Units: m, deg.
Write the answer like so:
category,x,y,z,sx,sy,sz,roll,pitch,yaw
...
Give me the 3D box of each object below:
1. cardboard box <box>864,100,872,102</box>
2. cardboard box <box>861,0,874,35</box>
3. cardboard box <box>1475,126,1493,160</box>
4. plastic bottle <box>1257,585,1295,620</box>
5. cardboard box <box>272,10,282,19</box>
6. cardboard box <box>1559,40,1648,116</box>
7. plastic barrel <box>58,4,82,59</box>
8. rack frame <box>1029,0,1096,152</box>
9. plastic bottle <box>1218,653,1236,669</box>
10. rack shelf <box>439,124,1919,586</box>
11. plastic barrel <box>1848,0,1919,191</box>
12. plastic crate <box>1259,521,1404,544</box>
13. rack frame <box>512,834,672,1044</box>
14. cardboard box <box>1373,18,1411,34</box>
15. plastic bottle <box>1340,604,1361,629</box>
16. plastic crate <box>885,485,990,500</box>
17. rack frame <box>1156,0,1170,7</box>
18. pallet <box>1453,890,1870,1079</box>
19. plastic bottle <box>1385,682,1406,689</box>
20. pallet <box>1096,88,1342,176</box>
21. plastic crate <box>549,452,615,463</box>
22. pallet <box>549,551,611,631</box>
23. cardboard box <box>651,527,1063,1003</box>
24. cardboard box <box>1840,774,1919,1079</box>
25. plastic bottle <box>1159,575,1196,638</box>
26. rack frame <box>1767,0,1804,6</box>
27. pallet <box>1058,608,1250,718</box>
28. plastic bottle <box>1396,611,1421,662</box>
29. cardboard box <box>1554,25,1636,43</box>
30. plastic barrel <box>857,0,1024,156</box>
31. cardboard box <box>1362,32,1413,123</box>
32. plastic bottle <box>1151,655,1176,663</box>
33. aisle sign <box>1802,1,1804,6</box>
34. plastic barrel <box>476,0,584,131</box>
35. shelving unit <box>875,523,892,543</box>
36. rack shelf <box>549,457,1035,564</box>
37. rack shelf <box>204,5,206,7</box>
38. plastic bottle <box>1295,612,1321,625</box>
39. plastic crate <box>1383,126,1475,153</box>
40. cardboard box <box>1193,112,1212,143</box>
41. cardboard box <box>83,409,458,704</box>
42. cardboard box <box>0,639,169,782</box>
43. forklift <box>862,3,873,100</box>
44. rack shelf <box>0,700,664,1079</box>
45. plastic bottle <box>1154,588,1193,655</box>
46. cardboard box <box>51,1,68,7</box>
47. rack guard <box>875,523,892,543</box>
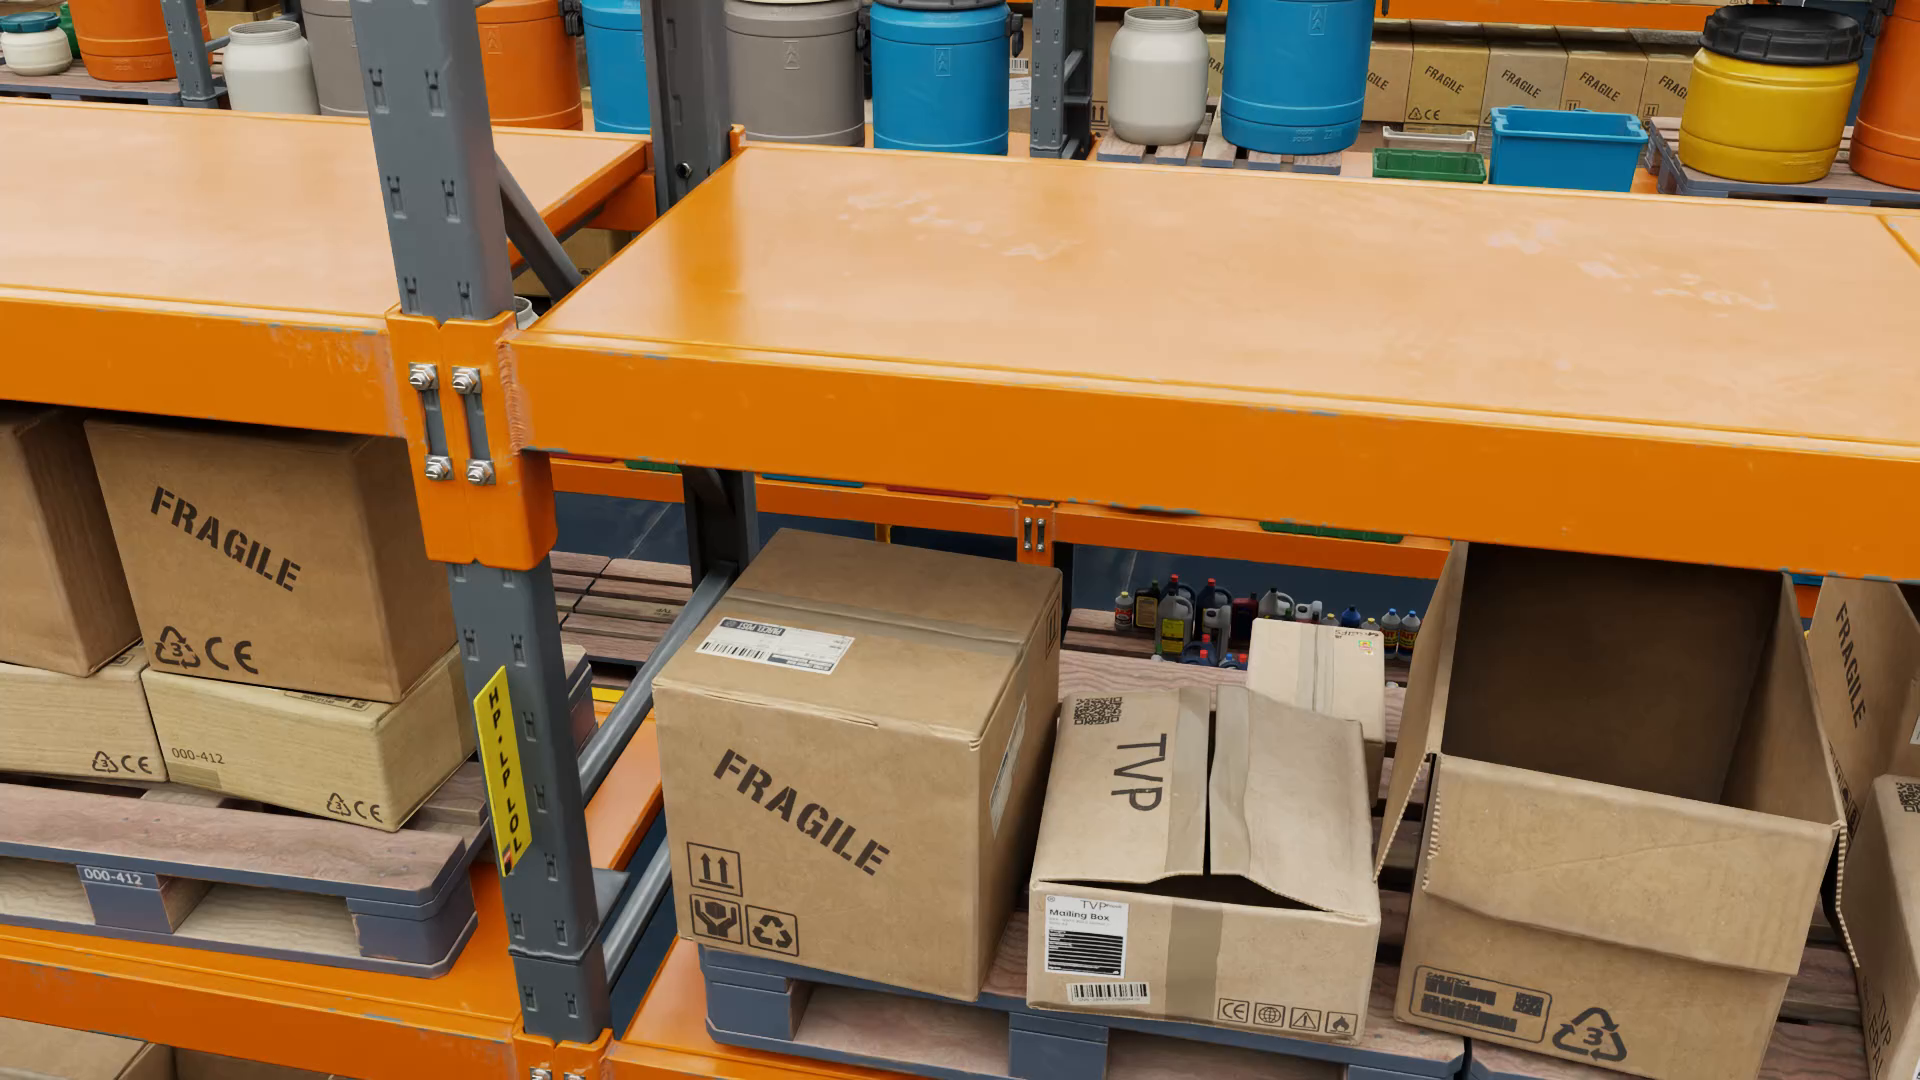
category,x,y,z,sx,sy,sz,roll,pitch,yaw
cardboard box,-0.732,-3.364,12.974,0.258,0.266,0.396,5,29,9
cardboard box,-0.902,-5.470,17.014,0.500,0.500,0.500,6,29,11
cardboard box,3.878,-2.783,11.797,0.500,0.500,0.875,6,29,11
plastic bottle,1.652,0.398,8.700,0.185,0.351,0.144,6,29,10
cardboard box,-5.036,-4.030,13.338,0.637,0.503,0.797,6,29,11
cardboard box,4.325,-3.076,11.290,0.500,0.500,0.500,6,29,11
plastic barrel,-4.442,-2.599,8.475,0.294,0.245,0.294,0,29,0
rack frame,0.458,-3.183,6.694,0.127,3.000,1.000,6,29,11
plastic bottle,1.328,0.685,8.257,0.097,0.271,0.097,0,29,0
rack shelf,1.376,-0.166,2.348,4.000,0.370,1.077,6,29,11
plastic barrel,3.868,-1.828,6.458,0.708,0.830,0.600,6,29,11
plastic crate,1.727,-0.190,7.695,0.662,0.188,0.450,6,29,11
rack frame,-0.580,1.774,3.886,0.127,3.000,1.000,6,29,11
cardboard box,2.968,-3.475,12.018,0.500,0.500,0.500,6,29,11
plastic bottle,2.031,0.460,8.669,0.097,0.271,0.097,0,29,0
plastic crate,-0.079,-0.485,7.945,0.583,0.464,0.402,6,29,11
rack frame,1.492,-2.878,12.383,0.127,3.000,1.000,6,29,11
pallet,1.449,0.694,2.828,1.213,0.211,1.003,6,29,11
plastic bottle,2.106,0.821,8.006,0.135,0.276,0.152,5,29,9
pallet,1.184,-1.758,7.411,1.003,0.211,1.213,6,29,11
plastic crate,-1.937,-0.675,8.293,0.583,0.464,0.402,6,29,11
pallet,-2.704,0.366,9.362,1.213,0.211,1.003,6,29,11
cardboard box,-0.142,0.343,2.689,0.500,0.500,0.500,8,30,15
cardboard box,1.607,0.605,2.407,0.500,0.311,0.500,9,30,17
plastic bottle,1.148,0.346,8.794,0.185,0.351,0.144,5,29,9
rack frame,5.404,-2.477,11.651,0.127,3.000,1.000,6,29,11
pallet,1.106,0.758,8.645,1.213,0.211,1.003,6,29,11
plastic bottle,2.327,0.490,8.614,0.097,0.271,0.097,0,29,0
cardboard box,4.436,-3.326,11.747,0.500,0.500,0.500,6,29,11
plastic barrel,-0.084,-2.037,7.201,0.708,0.901,0.600,6,29,11
cardboard box,2.858,-3.227,11.565,0.500,0.500,0.500,6,29,11
plastic bottle,1.000,0.707,8.213,0.135,0.276,0.152,7,29,12
aisle sign,5.402,-3.470,10.758,0.004,0.787,0.394,6,29,11
plastic barrel,-2.056,-2.207,7.587,0.708,0.830,0.600,6,29,11
shelving unit,0.075,-0.650,9.876,1.083,1.500,0.587,6,29,11
rack shelf,-1.498,-0.437,8.674,4.000,0.370,1.077,6,29,11
rack shelf,-7.152,-5.884,18.624,4.000,0.370,1.077,6,29,11
plastic bottle,1.788,0.496,8.592,0.133,0.283,0.061,6,29,11
plastic crate,2.112,-1.781,7.530,0.396,0.136,0.243,6,29,11
cardboard box,1.920,-2.978,12.152,0.500,0.500,0.875,6,29,11
cardboard box,-1.175,-0.070,3.068,0.500,0.500,0.500,6,29,11
cardboard box,-1.718,0.220,3.320,0.500,0.250,0.500,3,29,6
forklift,-0.672,-2.249,11.305,1.130,2.935,3.031,-9,30,-16
rack shelf,-2.536,0.573,3.705,4.000,0.370,1.077,6,29,11
plastic bottle,1.118,0.414,8.671,0.185,0.351,0.144,6,29,11
cardboard box,-7.226,-4.295,14.037,0.500,0.500,0.500,6,29,11
rack guard,-0.412,-0.152,10.267,0.087,0.250,0.587,6,29,11
